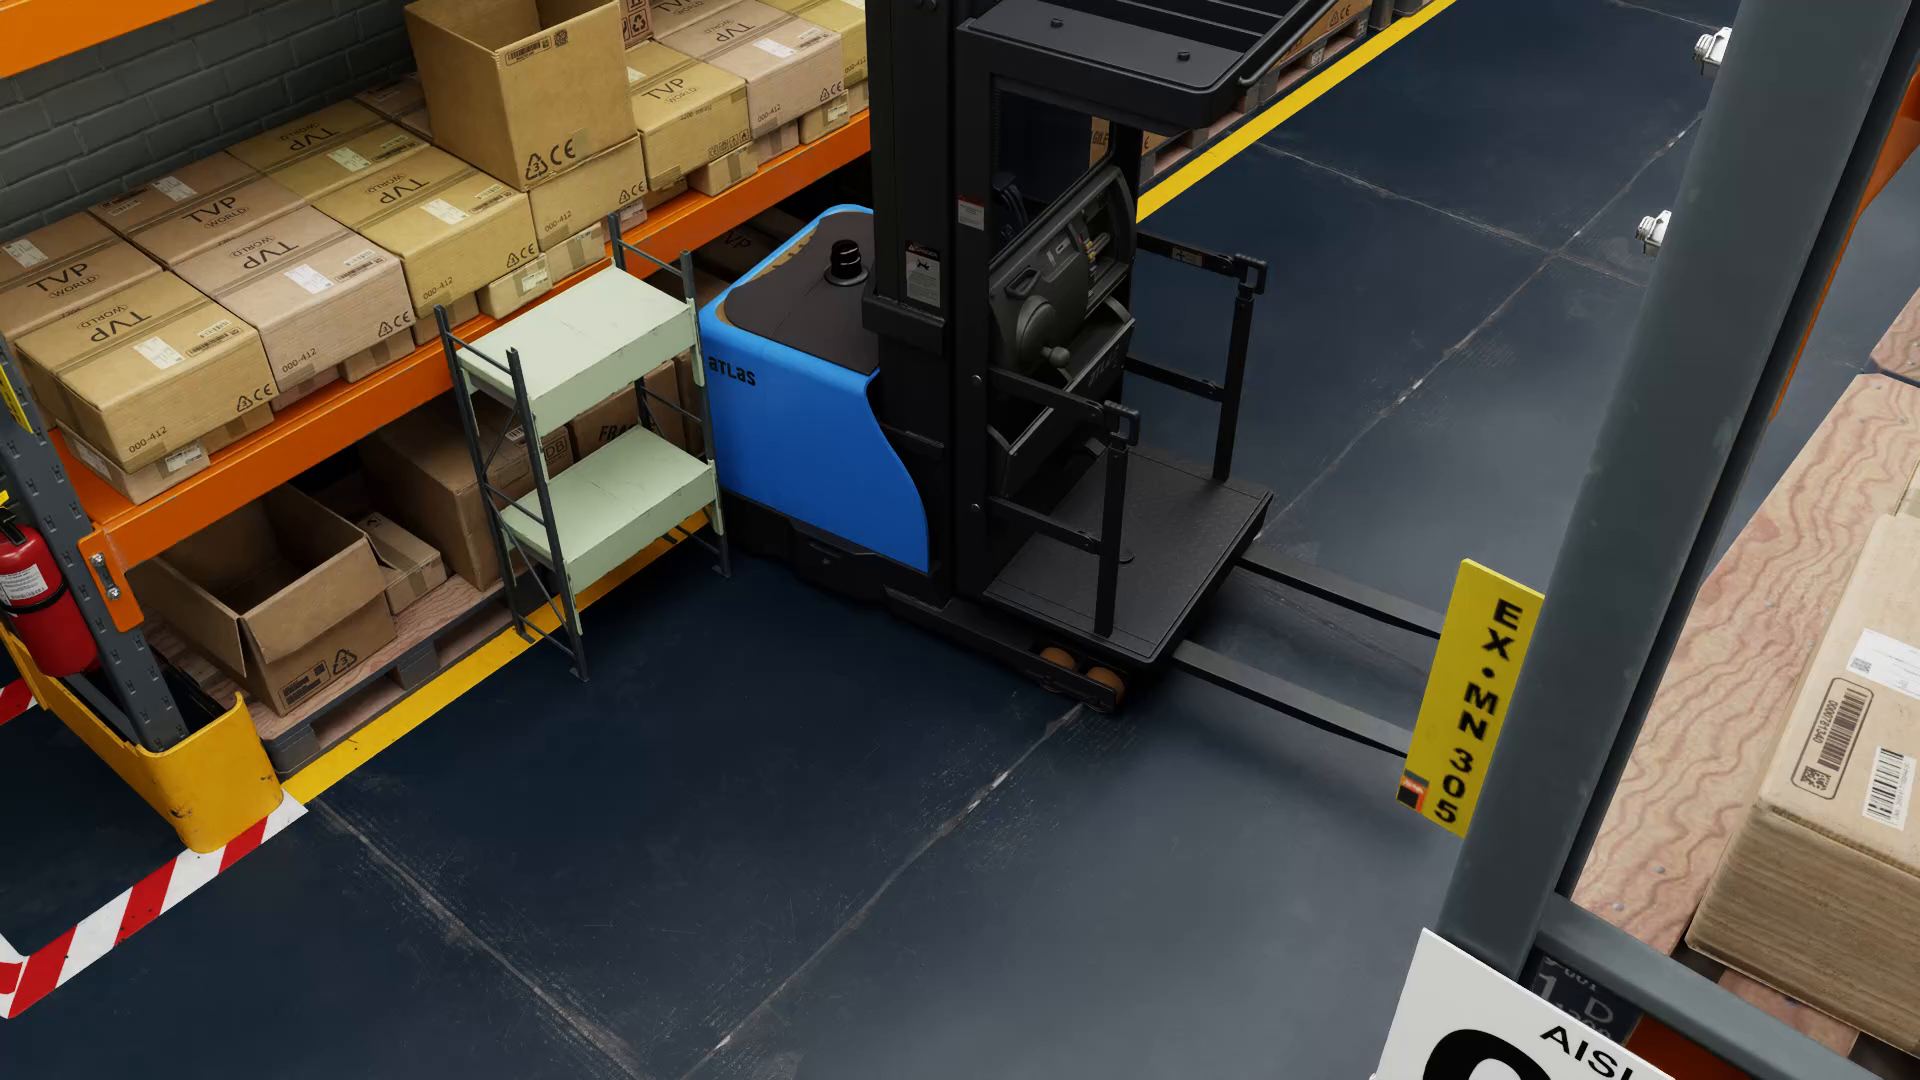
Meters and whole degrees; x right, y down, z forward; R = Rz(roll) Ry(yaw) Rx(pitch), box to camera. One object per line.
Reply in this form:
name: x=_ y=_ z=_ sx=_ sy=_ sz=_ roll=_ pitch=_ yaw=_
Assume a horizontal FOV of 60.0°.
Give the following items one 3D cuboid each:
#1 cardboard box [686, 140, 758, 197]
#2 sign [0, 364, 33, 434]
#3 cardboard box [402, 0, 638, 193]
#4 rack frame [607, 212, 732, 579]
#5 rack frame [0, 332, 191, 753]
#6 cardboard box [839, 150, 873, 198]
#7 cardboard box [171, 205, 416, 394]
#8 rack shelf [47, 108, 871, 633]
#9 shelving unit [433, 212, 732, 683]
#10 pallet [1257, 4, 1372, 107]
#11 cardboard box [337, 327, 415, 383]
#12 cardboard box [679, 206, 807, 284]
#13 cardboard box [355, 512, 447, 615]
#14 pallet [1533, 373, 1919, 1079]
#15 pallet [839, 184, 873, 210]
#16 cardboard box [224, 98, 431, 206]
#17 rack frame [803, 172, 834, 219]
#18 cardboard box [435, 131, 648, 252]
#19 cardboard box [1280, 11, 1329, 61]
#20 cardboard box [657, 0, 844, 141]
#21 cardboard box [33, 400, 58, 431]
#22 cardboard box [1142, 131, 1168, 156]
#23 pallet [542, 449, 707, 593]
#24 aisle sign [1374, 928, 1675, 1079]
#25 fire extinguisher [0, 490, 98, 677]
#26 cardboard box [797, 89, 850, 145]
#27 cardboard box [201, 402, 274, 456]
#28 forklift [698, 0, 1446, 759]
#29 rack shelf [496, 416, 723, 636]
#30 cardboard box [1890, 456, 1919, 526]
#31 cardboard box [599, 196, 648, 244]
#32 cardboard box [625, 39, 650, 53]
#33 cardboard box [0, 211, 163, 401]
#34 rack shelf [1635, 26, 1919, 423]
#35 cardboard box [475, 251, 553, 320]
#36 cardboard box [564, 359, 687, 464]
cardboard box: x=-0.993 y=-1.478 z=6.332 sx=0.380 sy=0.149 sz=0.250 roll=29 pitch=50 yaw=28
sign: x=-2.508 y=-0.425 z=4.344 sx=0.100 sy=0.325 sz=0.005 roll=29 pitch=50 yaw=28
cardboard box: x=-1.460 y=-1.561 z=5.570 sx=0.500 sy=0.500 sz=0.500 roll=31 pitch=51 yaw=29
rack frame: x=-1.065 y=-0.493 z=6.177 sx=0.400 sy=1.500 sz=0.023 roll=29 pitch=50 yaw=28
rack frame: x=-2.924 y=-0.339 z=4.893 sx=1.000 sy=3.000 sz=0.127 roll=29 pitch=50 yaw=28
cardboard box: x=-0.260 y=-2.010 z=8.277 sx=0.500 sy=0.500 sz=0.500 roll=29 pitch=50 yaw=28
cardboard box: x=-2.101 y=-0.770 z=5.258 sx=0.500 sy=0.250 sz=0.500 roll=30 pitch=50 yaw=29
rack shelf: x=-1.636 y=-1.103 z=6.268 sx=1.077 sy=0.370 sz=4.000 roll=29 pitch=50 yaw=28
shelving unit: x=-1.300 y=-0.304 z=5.969 sx=0.431 sy=1.500 sz=0.755 roll=29 pitch=50 yaw=28
pallet: x=1.715 y=-3.059 z=9.957 sx=1.003 sy=0.211 sz=1.213 roll=29 pitch=50 yaw=28
cardboard box: x=-2.022 y=-0.702 z=5.479 sx=0.380 sy=0.149 sz=0.250 roll=31 pitch=51 yaw=30
cardboard box: x=-0.955 y=-1.322 z=7.660 sx=0.500 sy=0.311 sz=0.500 roll=31 pitch=51 yaw=30
cardboard box: x=-2.154 y=0.084 z=6.234 sx=0.380 sy=0.149 sz=0.250 roll=28 pitch=49 yaw=27
pallet: x=1.347 y=0.344 z=1.978 sx=1.003 sy=0.211 sz=1.213 roll=29 pitch=50 yaw=28
pallet: x=0.145 y=-1.802 z=8.575 sx=1.003 sy=0.211 sz=1.213 roll=29 pitch=50 yaw=28
cardboard box: x=-2.176 y=-1.263 z=5.800 sx=0.500 sy=0.250 sz=0.500 roll=31 pitch=51 yaw=30
rack frame: x=-0.349 y=-2.399 z=7.159 sx=1.000 sy=3.000 sz=0.127 roll=29 pitch=50 yaw=28
cardboard box: x=-1.465 y=-1.305 z=5.846 sx=0.500 sy=0.250 sz=0.500 roll=28 pitch=49 yaw=27
cardboard box: x=1.787 y=-3.125 z=9.503 sx=0.500 sy=0.500 sz=0.500 roll=29 pitch=50 yaw=28
cardboard box: x=-0.801 y=-1.821 z=6.414 sx=0.500 sy=0.250 sz=0.500 roll=30 pitch=50 yaw=29
cardboard box: x=-2.916 y=-0.533 z=5.293 sx=0.380 sy=0.149 sz=0.250 roll=29 pitch=50 yaw=28
cardboard box: x=0.794 y=-2.315 z=8.612 sx=0.500 sy=0.500 sz=0.500 roll=28 pitch=49 yaw=27
pallet: x=-1.577 y=-0.383 z=7.014 sx=1.003 sy=0.211 sz=1.213 roll=29 pitch=50 yaw=28
aisle sign: x=0.594 y=0.749 z=1.764 sx=0.394 sy=0.787 sz=0.004 roll=29 pitch=50 yaw=28
fire extinguisher: x=-2.665 y=0.103 z=4.741 sx=0.296 sy=0.674 sz=0.183 roll=29 pitch=50 yaw=28
cardboard box: x=-0.661 y=-1.745 z=6.626 sx=0.380 sy=0.149 sz=0.250 roll=31 pitch=51 yaw=29
cardboard box: x=-2.374 y=-0.448 z=5.199 sx=0.380 sy=0.149 sz=0.250 roll=31 pitch=51 yaw=29
forklift: x=0.533 y=-0.868 z=5.526 sx=3.031 sy=2.935 sz=1.130 roll=22 pitch=47 yaw=22
rack shelf: x=-1.300 y=-0.063 z=6.189 sx=0.431 sy=0.370 sz=0.720 roll=29 pitch=50 yaw=28
cardboard box: x=1.307 y=0.078 z=2.006 sx=0.380 sy=0.149 sz=0.250 roll=26 pitch=48 yaw=26
cardboard box: x=-1.368 y=-1.246 z=6.077 sx=0.380 sy=0.149 sz=0.250 roll=29 pitch=50 yaw=28
cardboard box: x=-1.526 y=-1.789 z=6.378 sx=0.500 sy=0.250 sz=0.500 roll=31 pitch=50 yaw=29
cardboard box: x=-2.831 y=-0.745 z=5.231 sx=0.500 sy=0.250 sz=0.500 roll=31 pitch=51 yaw=30
rack shelf: x=2.165 y=-1.027 z=2.023 sx=1.077 sy=0.370 sz=4.000 roll=29 pitch=50 yaw=28
cardboard box: x=-1.635 y=-0.939 z=5.739 sx=0.380 sy=0.149 sz=0.250 roll=28 pitch=49 yaw=27
cardboard box: x=-1.461 y=-0.496 z=6.612 sx=0.500 sy=0.500 sz=0.500 roll=30 pitch=50 yaw=29
